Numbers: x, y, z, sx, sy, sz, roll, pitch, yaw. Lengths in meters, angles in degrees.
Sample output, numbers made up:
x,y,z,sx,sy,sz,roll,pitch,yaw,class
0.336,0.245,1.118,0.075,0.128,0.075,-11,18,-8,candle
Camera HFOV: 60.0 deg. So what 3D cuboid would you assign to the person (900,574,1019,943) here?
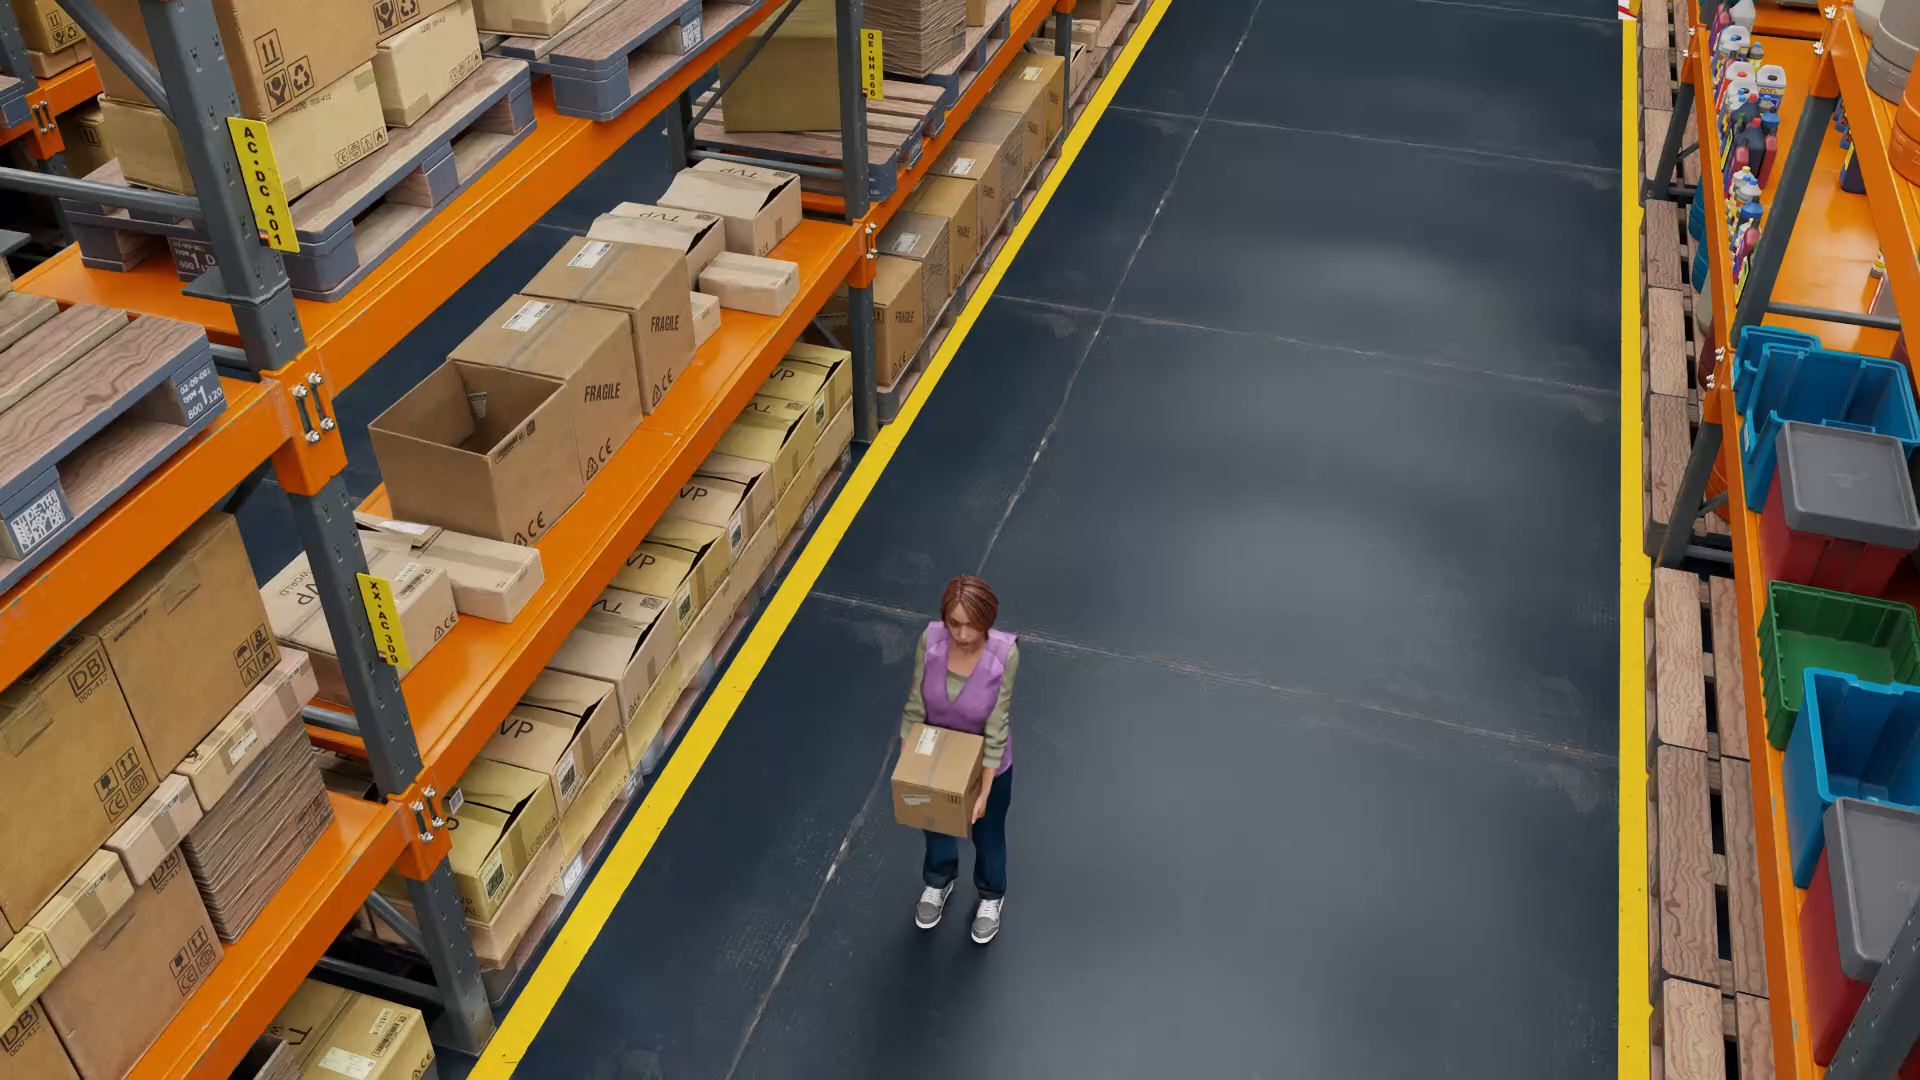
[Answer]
x,y,z,sx,sy,sz,roll,pitch,yaw,class
-0.007,0.828,5.835,0.375,1.584,0.497,10,39,13,person
